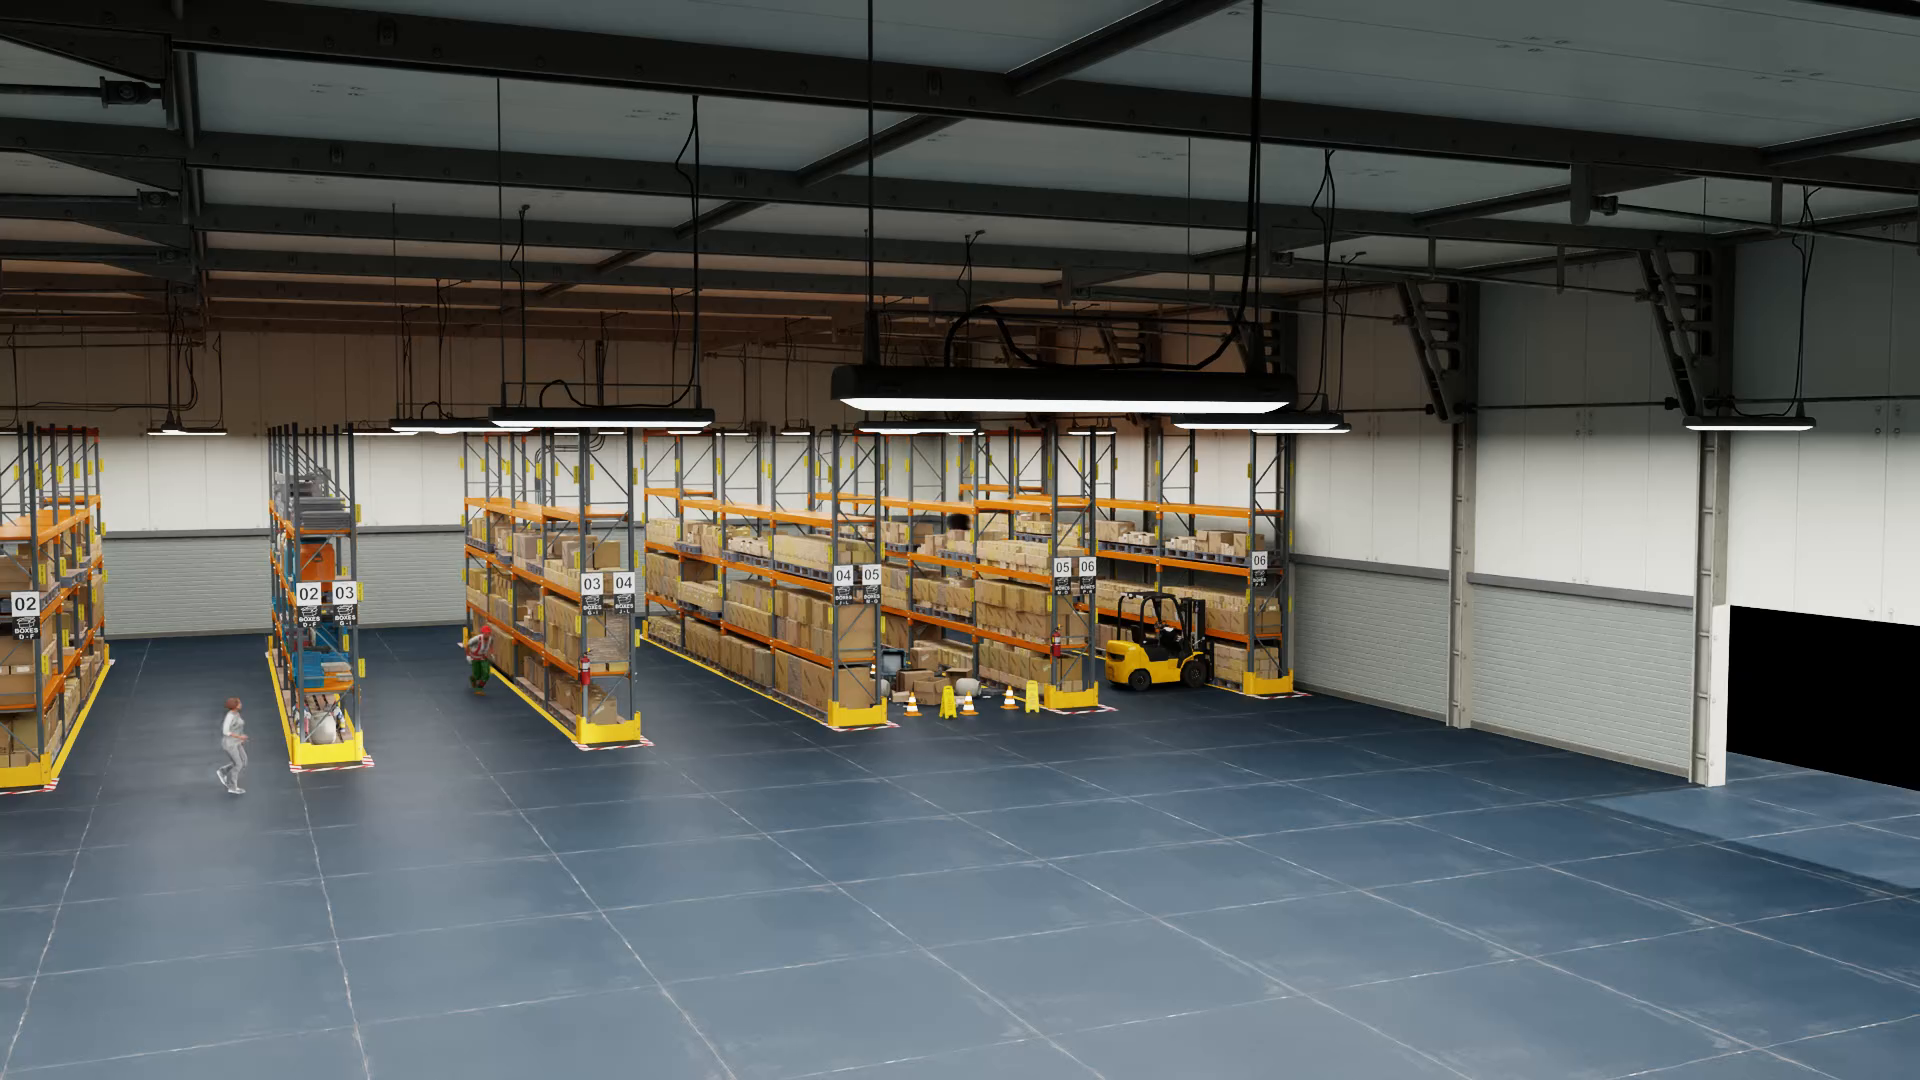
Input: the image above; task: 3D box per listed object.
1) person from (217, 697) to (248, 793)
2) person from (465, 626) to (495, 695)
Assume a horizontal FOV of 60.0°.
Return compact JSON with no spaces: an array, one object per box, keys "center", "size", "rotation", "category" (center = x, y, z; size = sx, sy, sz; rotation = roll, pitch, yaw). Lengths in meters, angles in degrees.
[{"center":[-11.736,3.312,26.803],"size":[0.580,1.570,0.528],"rotation":[0,3,-5],"category":"person"},{"center":[-10.721,2.678,37.028],"size":[0.674,1.582,0.992],"rotation":[-3,5,-42],"category":"person"}]
